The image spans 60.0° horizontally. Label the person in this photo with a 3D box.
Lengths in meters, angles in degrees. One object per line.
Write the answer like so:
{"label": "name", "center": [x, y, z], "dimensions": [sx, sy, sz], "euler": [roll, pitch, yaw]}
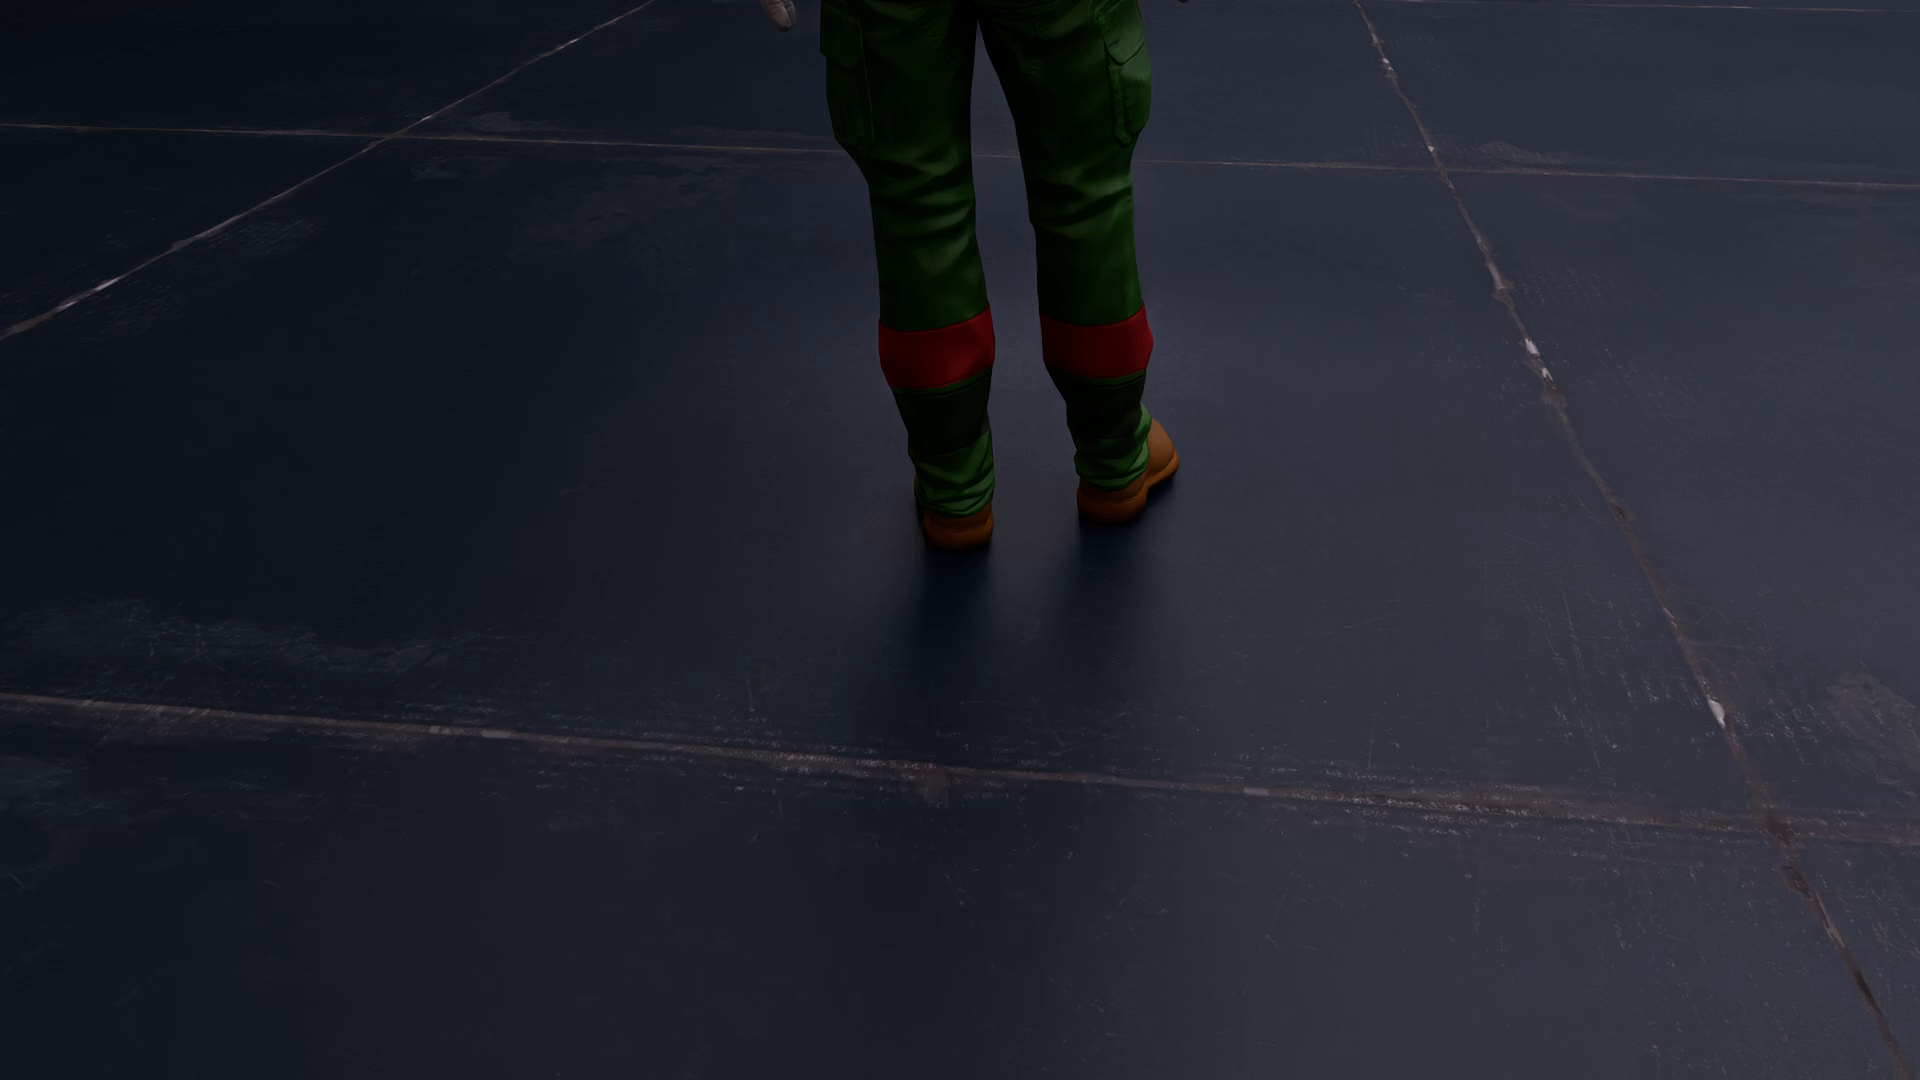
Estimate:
{"label": "person", "center": [0.023, -0.842, 2.167], "dimensions": [0.637, 1.787, 0.564], "euler": [3, 27, 7]}
